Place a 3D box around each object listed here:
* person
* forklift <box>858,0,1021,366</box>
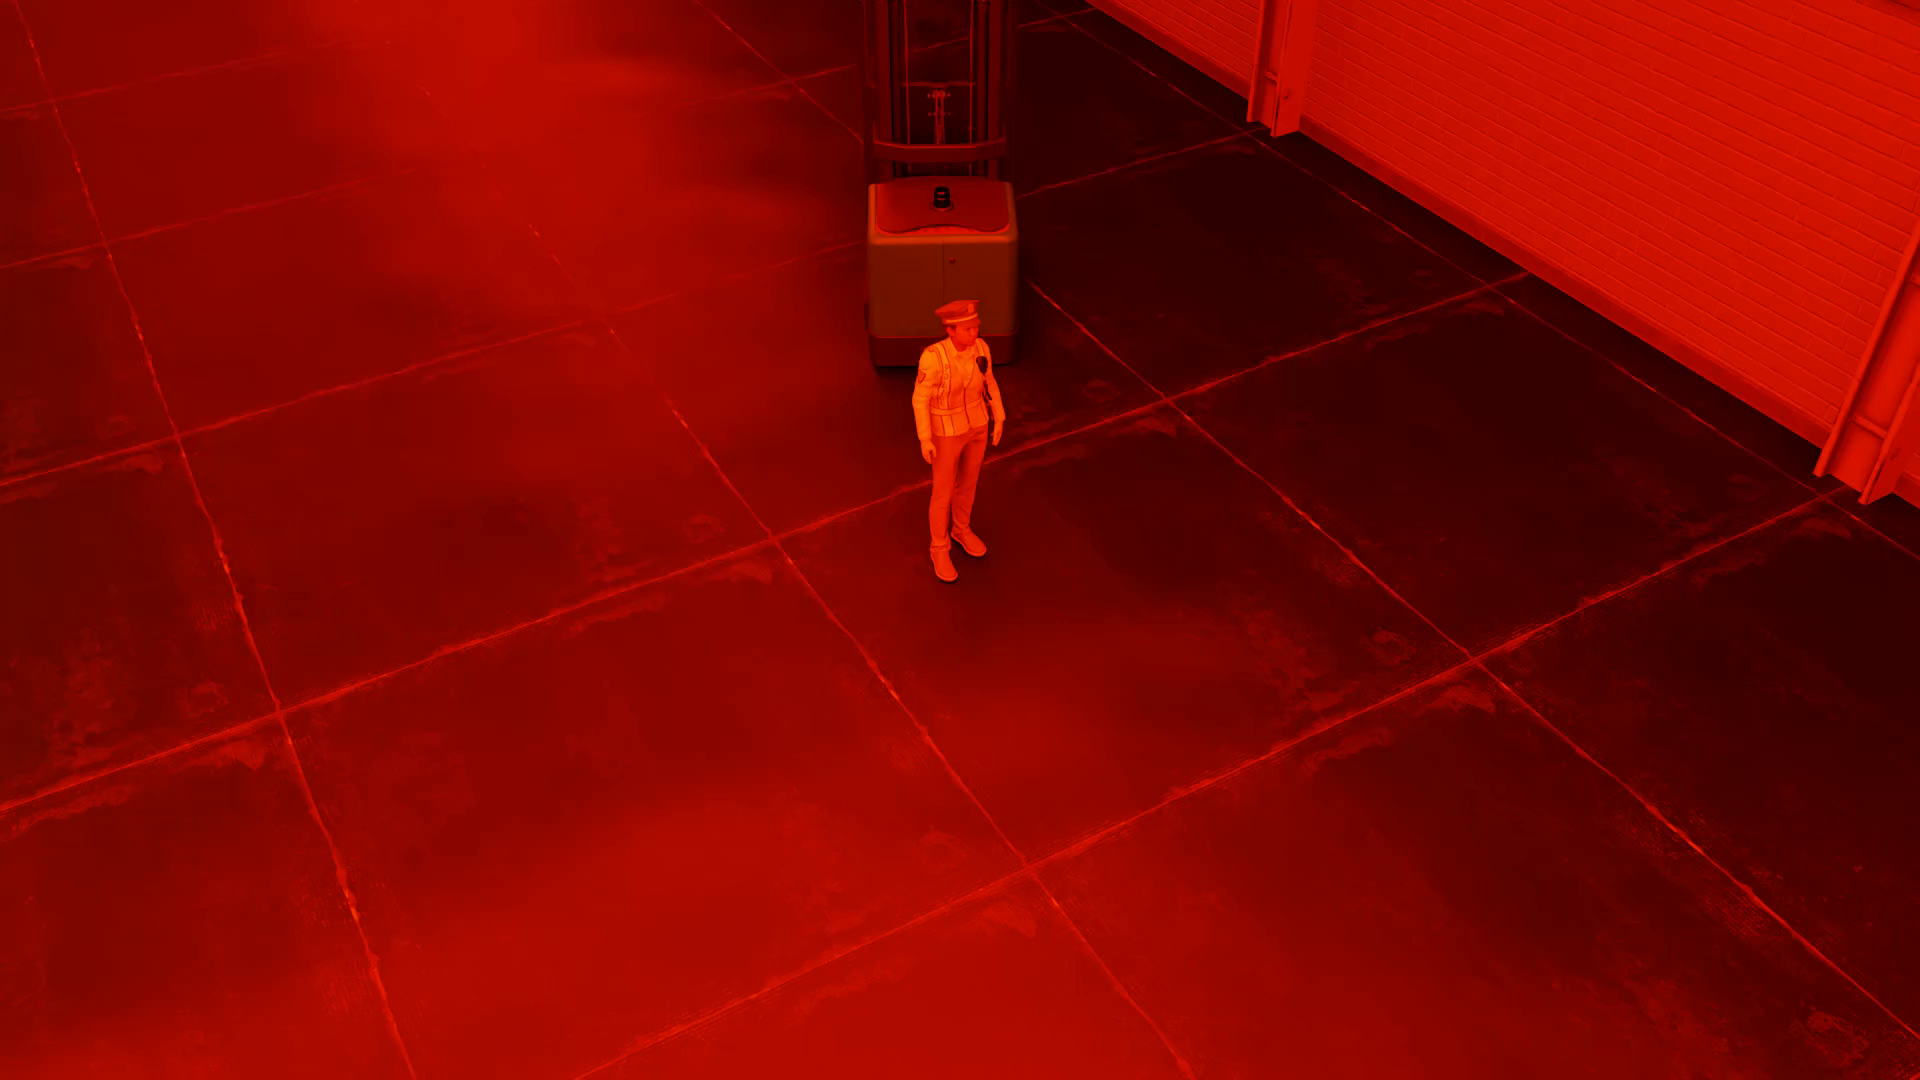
[{"bbox_3d":[0.028,-0.618,9.738,0.586,1.694,0.532,-20,44,-23],"label":"person"},{"bbox_3d":[-0.164,-3.269,11.977,1.130,2.935,3.031,-1,40,-2],"label":"forklift"}]
